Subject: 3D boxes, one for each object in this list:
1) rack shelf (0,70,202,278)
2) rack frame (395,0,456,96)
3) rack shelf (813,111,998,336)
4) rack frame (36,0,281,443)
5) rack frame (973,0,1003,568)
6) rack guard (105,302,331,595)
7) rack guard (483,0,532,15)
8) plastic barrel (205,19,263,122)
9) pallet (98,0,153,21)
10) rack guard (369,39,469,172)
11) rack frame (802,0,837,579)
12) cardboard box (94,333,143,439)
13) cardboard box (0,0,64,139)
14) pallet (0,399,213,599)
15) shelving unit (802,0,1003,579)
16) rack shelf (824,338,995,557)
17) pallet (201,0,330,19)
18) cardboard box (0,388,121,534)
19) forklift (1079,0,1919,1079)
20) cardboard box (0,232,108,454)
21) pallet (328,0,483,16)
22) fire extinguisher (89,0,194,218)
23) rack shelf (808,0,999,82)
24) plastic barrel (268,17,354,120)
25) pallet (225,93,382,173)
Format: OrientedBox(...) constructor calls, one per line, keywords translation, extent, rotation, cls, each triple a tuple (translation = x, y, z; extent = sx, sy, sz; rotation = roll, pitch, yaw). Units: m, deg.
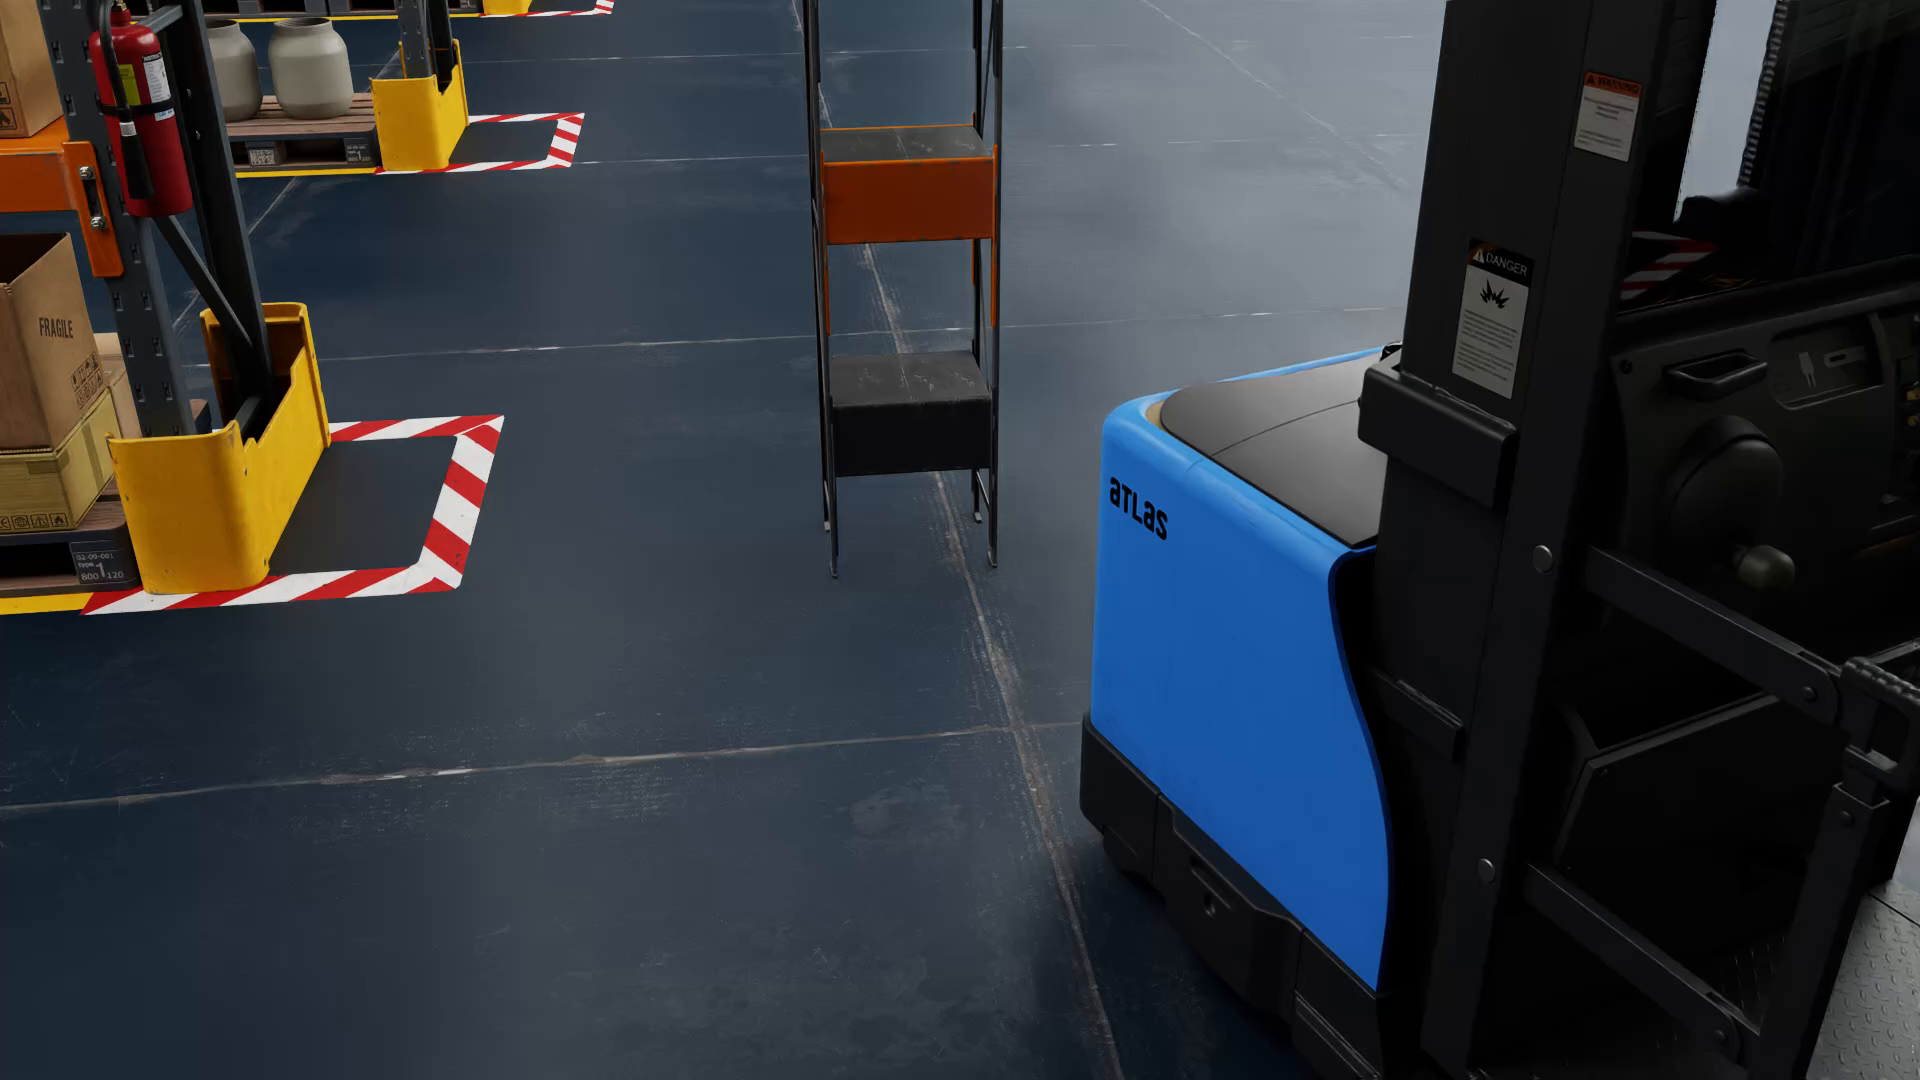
OrientedBox(translation=(-4.348, -0.993, 4.687), extent=(4.000, 0.370, 1.077), rotation=(-4, 27, -7), cls="rack shelf")
OrientedBox(translation=(-3.054, -3.680, 9.135), extent=(0.127, 3.000, 1.000), rotation=(-4, 27, -7), cls="rack frame")
OrientedBox(translation=(-0.164, -0.912, 4.756), extent=(0.480, 0.518, 0.431), rotation=(-4, 27, -7), cls="rack shelf")
OrientedBox(translation=(-2.367, -1.440, 4.771), extent=(0.127, 3.000, 1.000), rotation=(-4, 27, -7), cls="rack frame")
OrientedBox(translation=(0.078, -0.939, 4.780), extent=(0.015, 2.100, 0.400), rotation=(-4, 27, -7), cls="rack frame")
OrientedBox(translation=(-2.344, -0.329, 5.344), extent=(0.348, 0.500, 1.175), rotation=(-4, 27, -7), cls="rack guard")
OrientedBox(translation=(-3.819, -4.802, 14.060), extent=(0.348, 0.500, 1.175), rotation=(-4, 27, -7), cls="rack guard")
OrientedBox(translation=(-4.191, -2.651, 9.396), extent=(0.421, 0.512, 0.421), rotation=(0, 27, 0), cls="plastic barrel")
OrientedBox(translation=(-7.045, -4.482, 13.754), extent=(1.213, 0.211, 1.003), rotation=(-4, 27, -7), cls="pallet")
OrientedBox(translation=(-3.123, -2.541, 9.655), extent=(0.348, 0.500, 1.175), rotation=(-4, 27, -7), cls="rack guard")
OrientedBox(translation=(-0.406, -0.908, 4.720), extent=(0.015, 2.100, 0.400), rotation=(-4, 27, -7), cls="rack frame")
OrientedBox(translation=(-2.930, -0.470, 5.432), extent=(0.500, 0.250, 0.500), rotation=(-4, 27, -7), cls="cardboard box")
OrientedBox(translation=(-2.832, -1.461, 4.701), extent=(0.500, 0.500, 0.700), rotation=(-4, 27, -7), cls="cardboard box")
OrientedBox(translation=(-3.119, -0.132, 5.276), extent=(1.213, 0.211, 1.003), rotation=(-4, 27, -7), cls="pallet")
OrientedBox(translation=(-0.164, -0.924, 4.750), extent=(0.503, 2.100, 0.431), rotation=(-4, 27, -7), cls="shelving unit")
OrientedBox(translation=(-0.164, -0.289, 5.076), extent=(0.480, 0.518, 0.431), rotation=(-4, 27, -7), cls="rack shelf")
OrientedBox(translation=(-5.834, -4.561, 13.908), extent=(1.213, 0.211, 1.003), rotation=(-4, 27, -7), cls="pallet")
OrientedBox(translation=(-2.857, -0.236, 4.976), extent=(0.500, 0.250, 0.500), rotation=(-4, 27, -7), cls="cardboard box")
OrientedBox(translation=(1.409, -0.140, 2.312), extent=(1.130, 2.935, 3.031), rotation=(-13, 30, -24), cls="forklift")
OrientedBox(translation=(-2.857, -0.569, 4.803), extent=(0.500, 0.500, 0.500), rotation=(-4, 27, -7), cls="cardboard box")
OrientedBox(translation=(-4.629, -4.637, 14.057), extent=(1.213, 0.211, 1.003), rotation=(-4, 27, -7), cls="pallet")
OrientedBox(translation=(-2.186, -1.203, 4.394), extent=(0.183, 0.674, 0.296), rotation=(-4, 27, -7), cls="fire extinguisher")
OrientedBox(translation=(-0.164, -1.534, 4.437), extent=(0.480, 0.518, 0.431), rotation=(-4, 27, -7), cls="rack shelf")
OrientedBox(translation=(-3.695, -2.683, 9.459), extent=(0.421, 0.512, 0.421), rotation=(0, 27, 0), cls="plastic barrel")
OrientedBox(translation=(-3.928, -2.364, 9.625), extent=(1.213, 0.211, 1.003), rotation=(-4, 27, -7), cls="pallet")
